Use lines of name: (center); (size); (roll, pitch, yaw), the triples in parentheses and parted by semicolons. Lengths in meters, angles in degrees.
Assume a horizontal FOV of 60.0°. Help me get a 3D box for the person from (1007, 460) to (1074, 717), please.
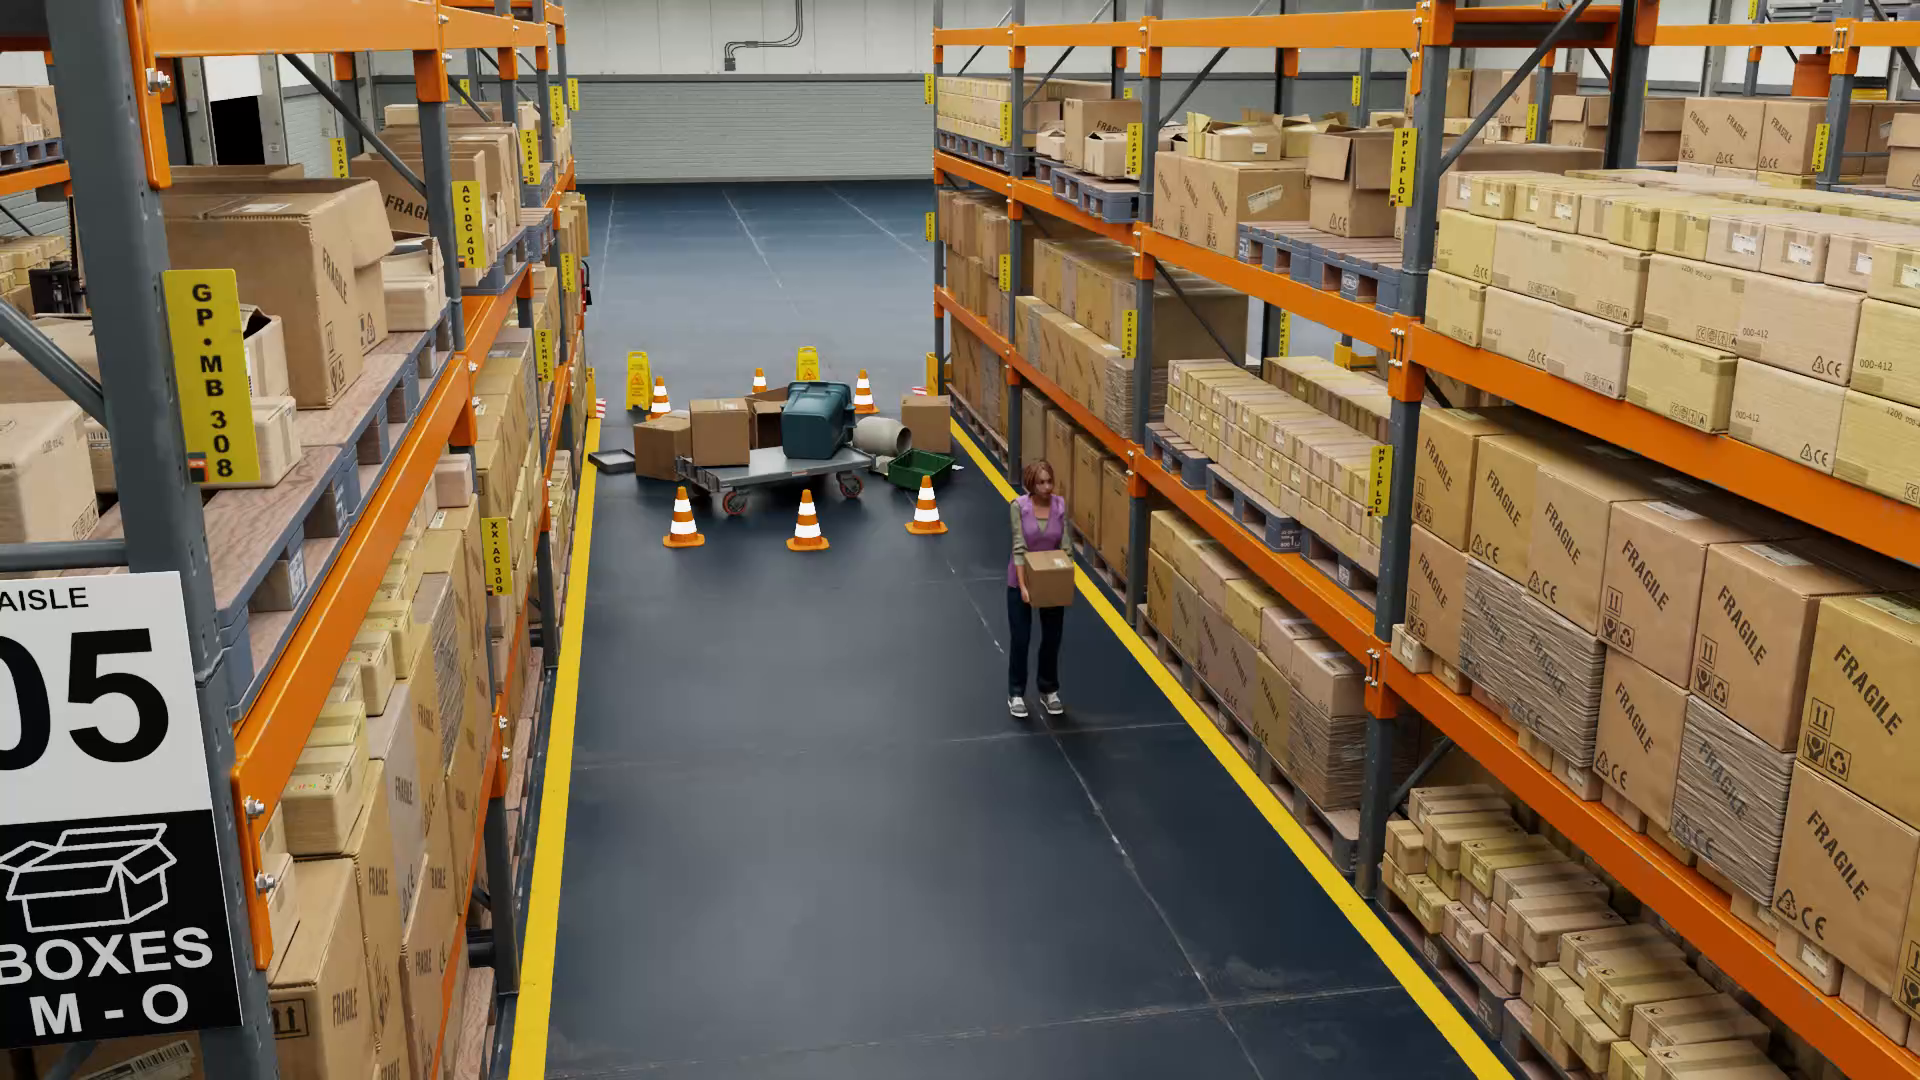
person: (0.485, 0.306, 10.040); (0.375, 1.598, 0.503); (-4, 17, -12)
